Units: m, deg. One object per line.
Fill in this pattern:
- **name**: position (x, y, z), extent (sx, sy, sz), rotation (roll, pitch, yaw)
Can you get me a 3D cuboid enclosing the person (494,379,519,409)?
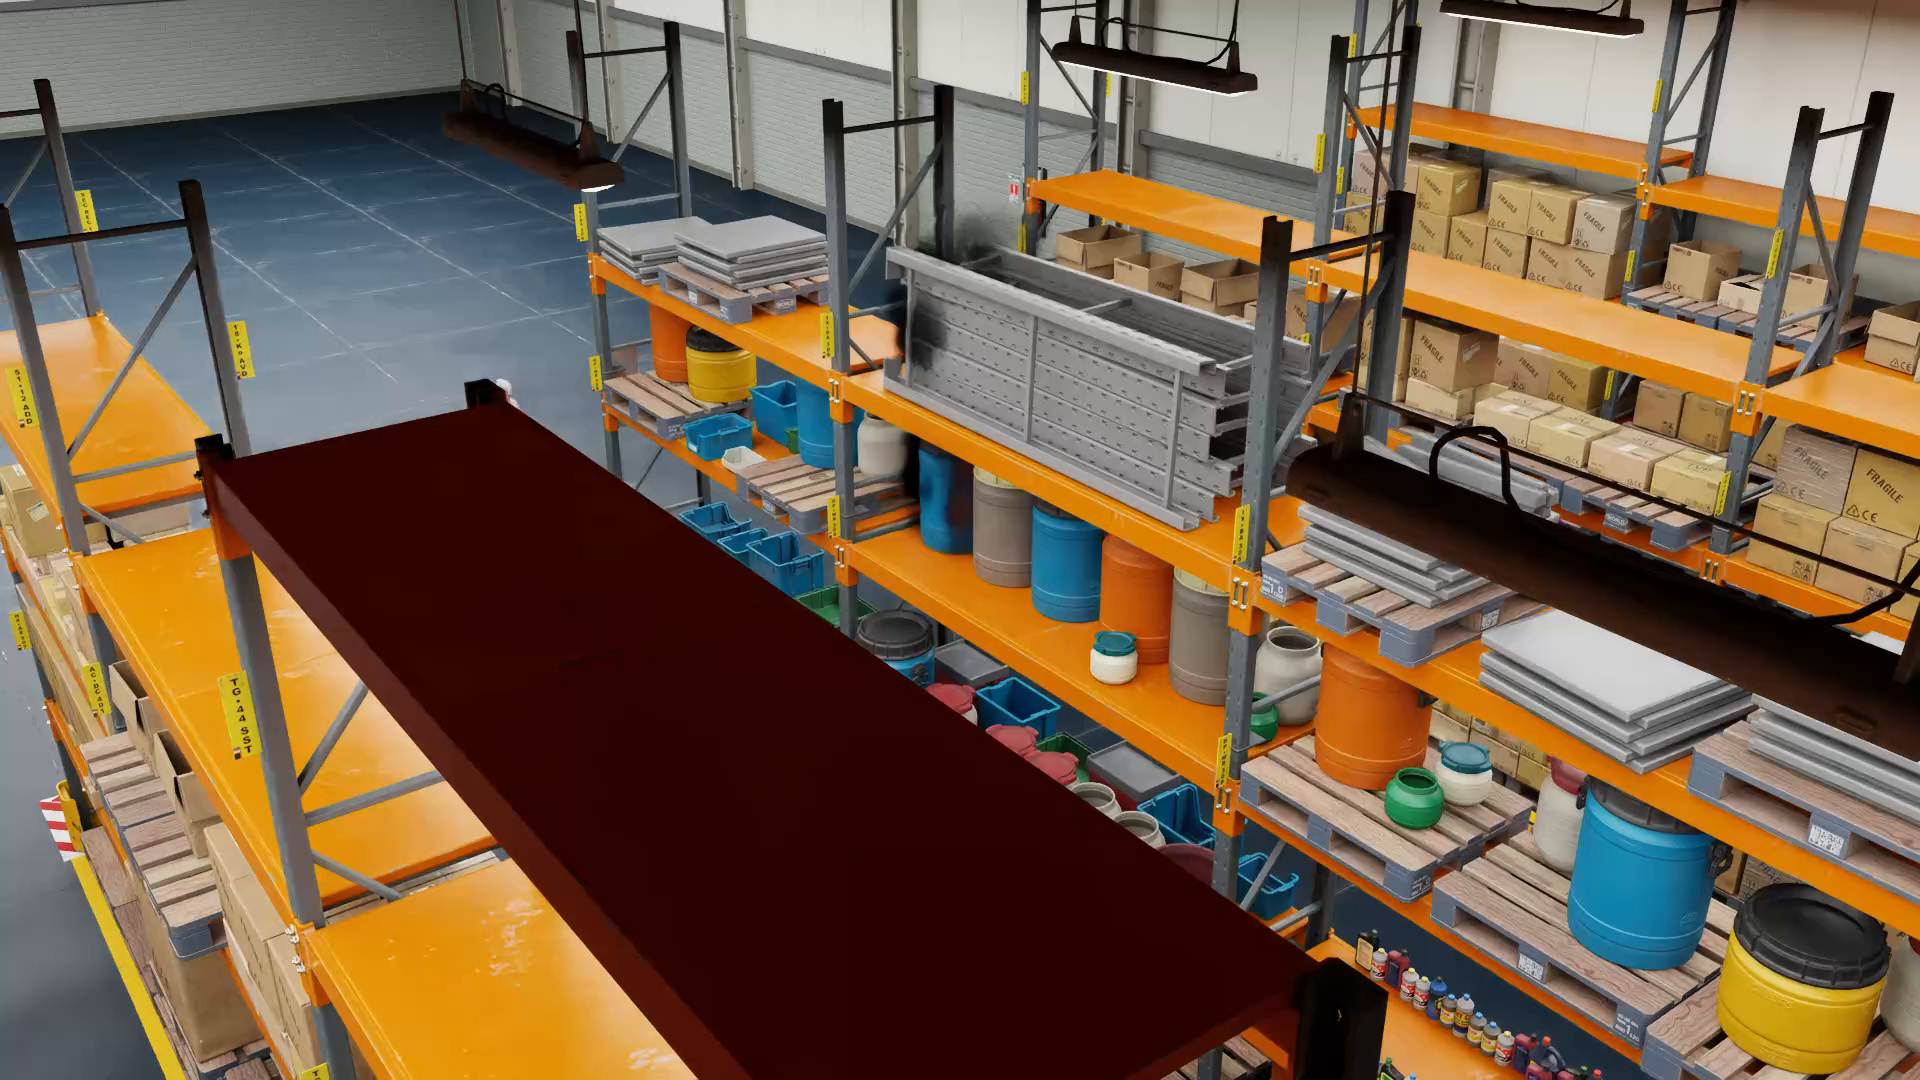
- **person**: position (-5.128, -1.012, 19.101), extent (0.593, 1.756, 0.678), rotation (-5, 25, -11)
